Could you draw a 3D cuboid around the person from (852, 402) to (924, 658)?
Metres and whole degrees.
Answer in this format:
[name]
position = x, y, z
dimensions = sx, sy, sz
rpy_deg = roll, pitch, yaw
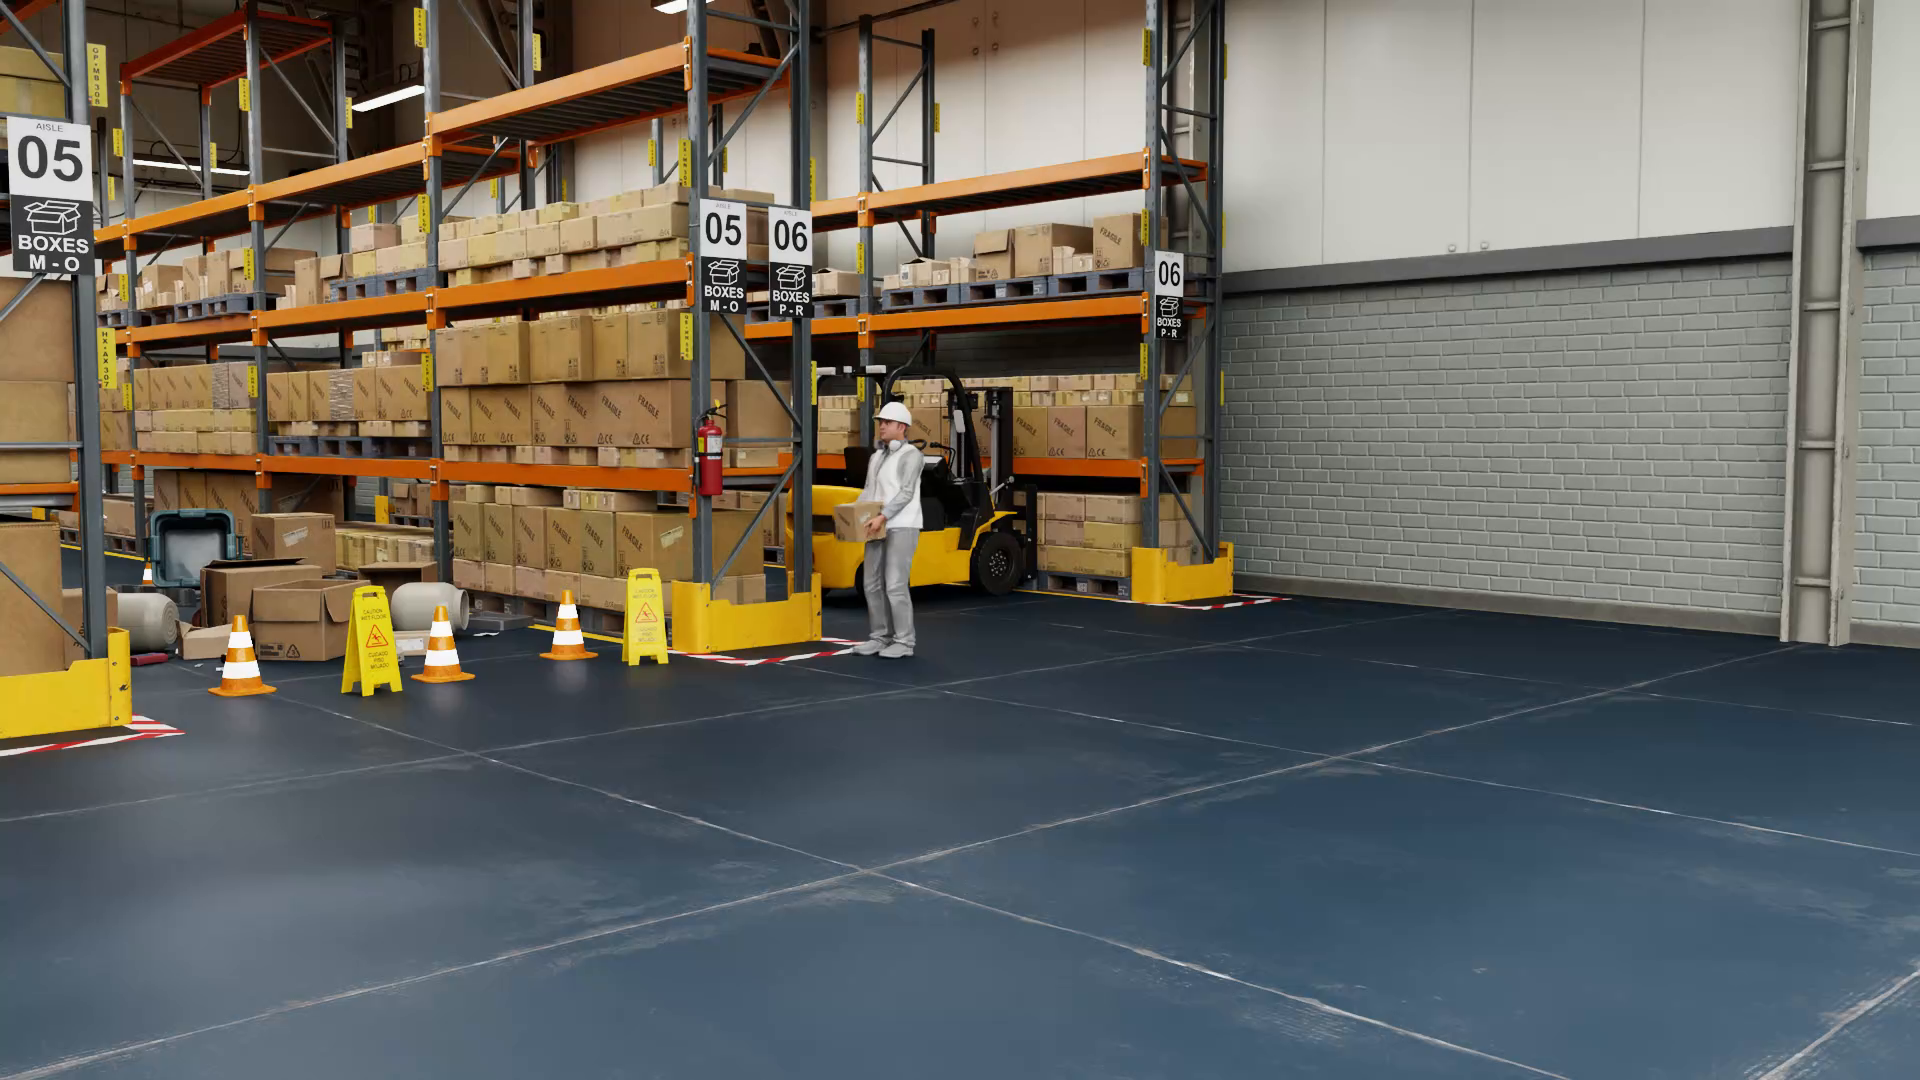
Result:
[person]
position = -0.536, -0.074, 11.624
dimensions = 0.529, 1.778, 0.528
rpy_deg = -3, 5, -39
